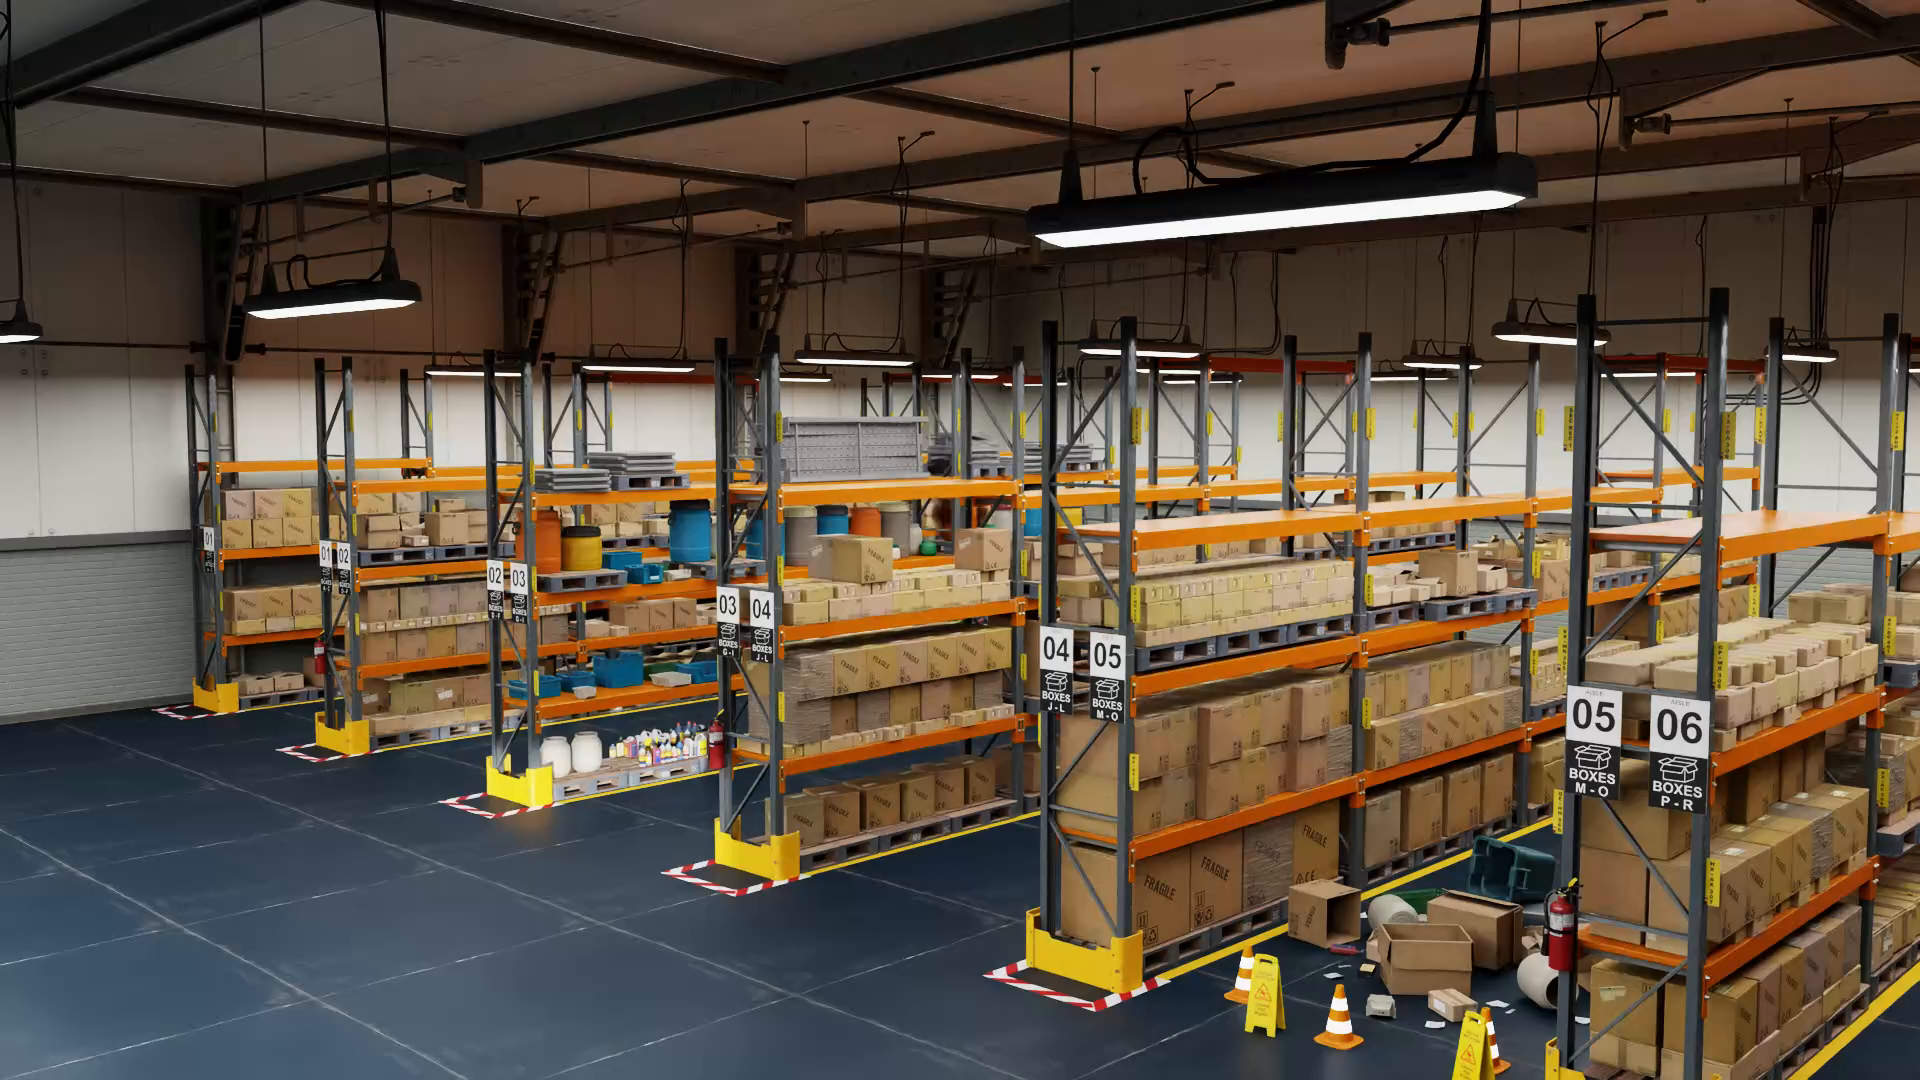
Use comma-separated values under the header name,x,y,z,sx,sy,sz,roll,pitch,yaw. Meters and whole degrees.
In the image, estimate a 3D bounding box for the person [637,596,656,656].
name,x,y,z,sx,sy,sz,roll,pitch,yaw
person,-6.210,1.850,32.750,0.420,1.595,0.454,-1,4,-8
